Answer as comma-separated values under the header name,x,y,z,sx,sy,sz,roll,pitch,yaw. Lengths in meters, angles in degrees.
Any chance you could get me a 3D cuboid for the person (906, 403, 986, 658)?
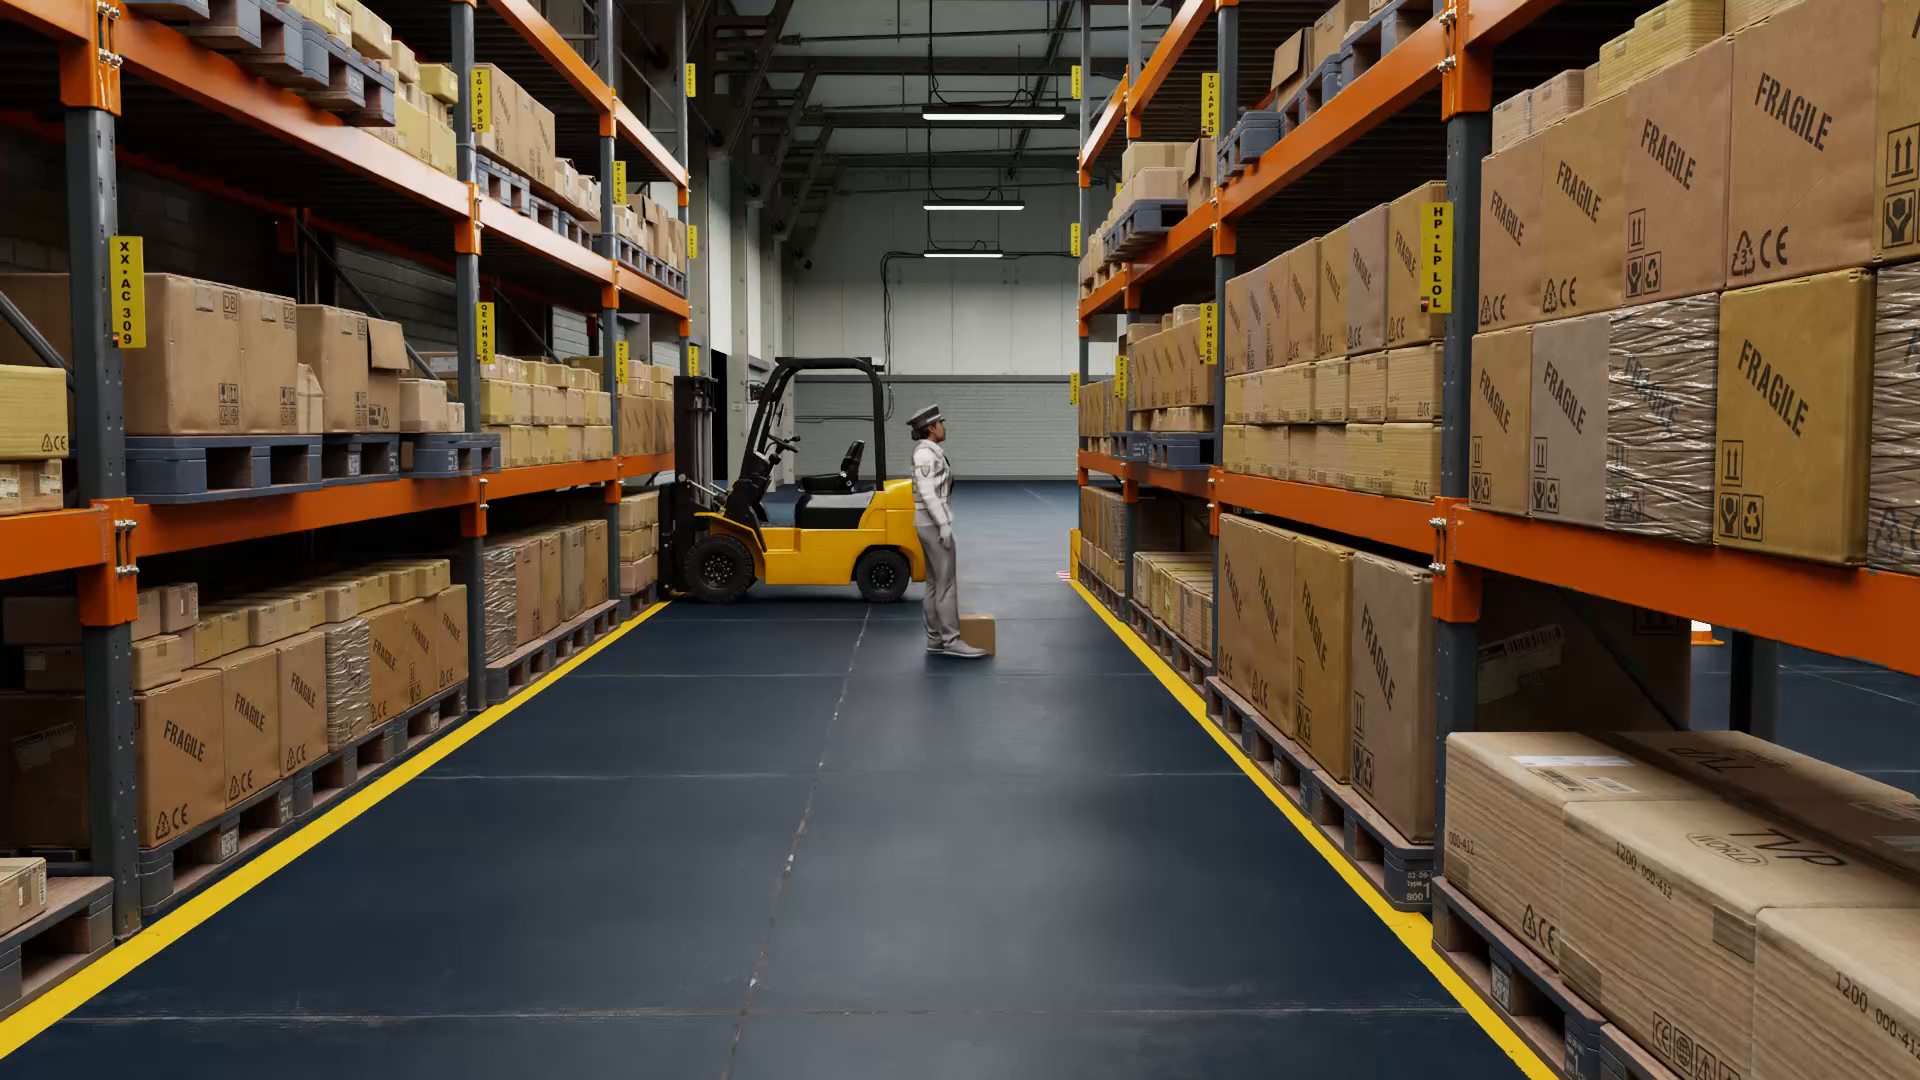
name,x,y,z,sx,sy,sz,roll,pitch,yaw
person,-0.099,-0.077,11.259,0.534,1.695,0.581,0,4,-1
